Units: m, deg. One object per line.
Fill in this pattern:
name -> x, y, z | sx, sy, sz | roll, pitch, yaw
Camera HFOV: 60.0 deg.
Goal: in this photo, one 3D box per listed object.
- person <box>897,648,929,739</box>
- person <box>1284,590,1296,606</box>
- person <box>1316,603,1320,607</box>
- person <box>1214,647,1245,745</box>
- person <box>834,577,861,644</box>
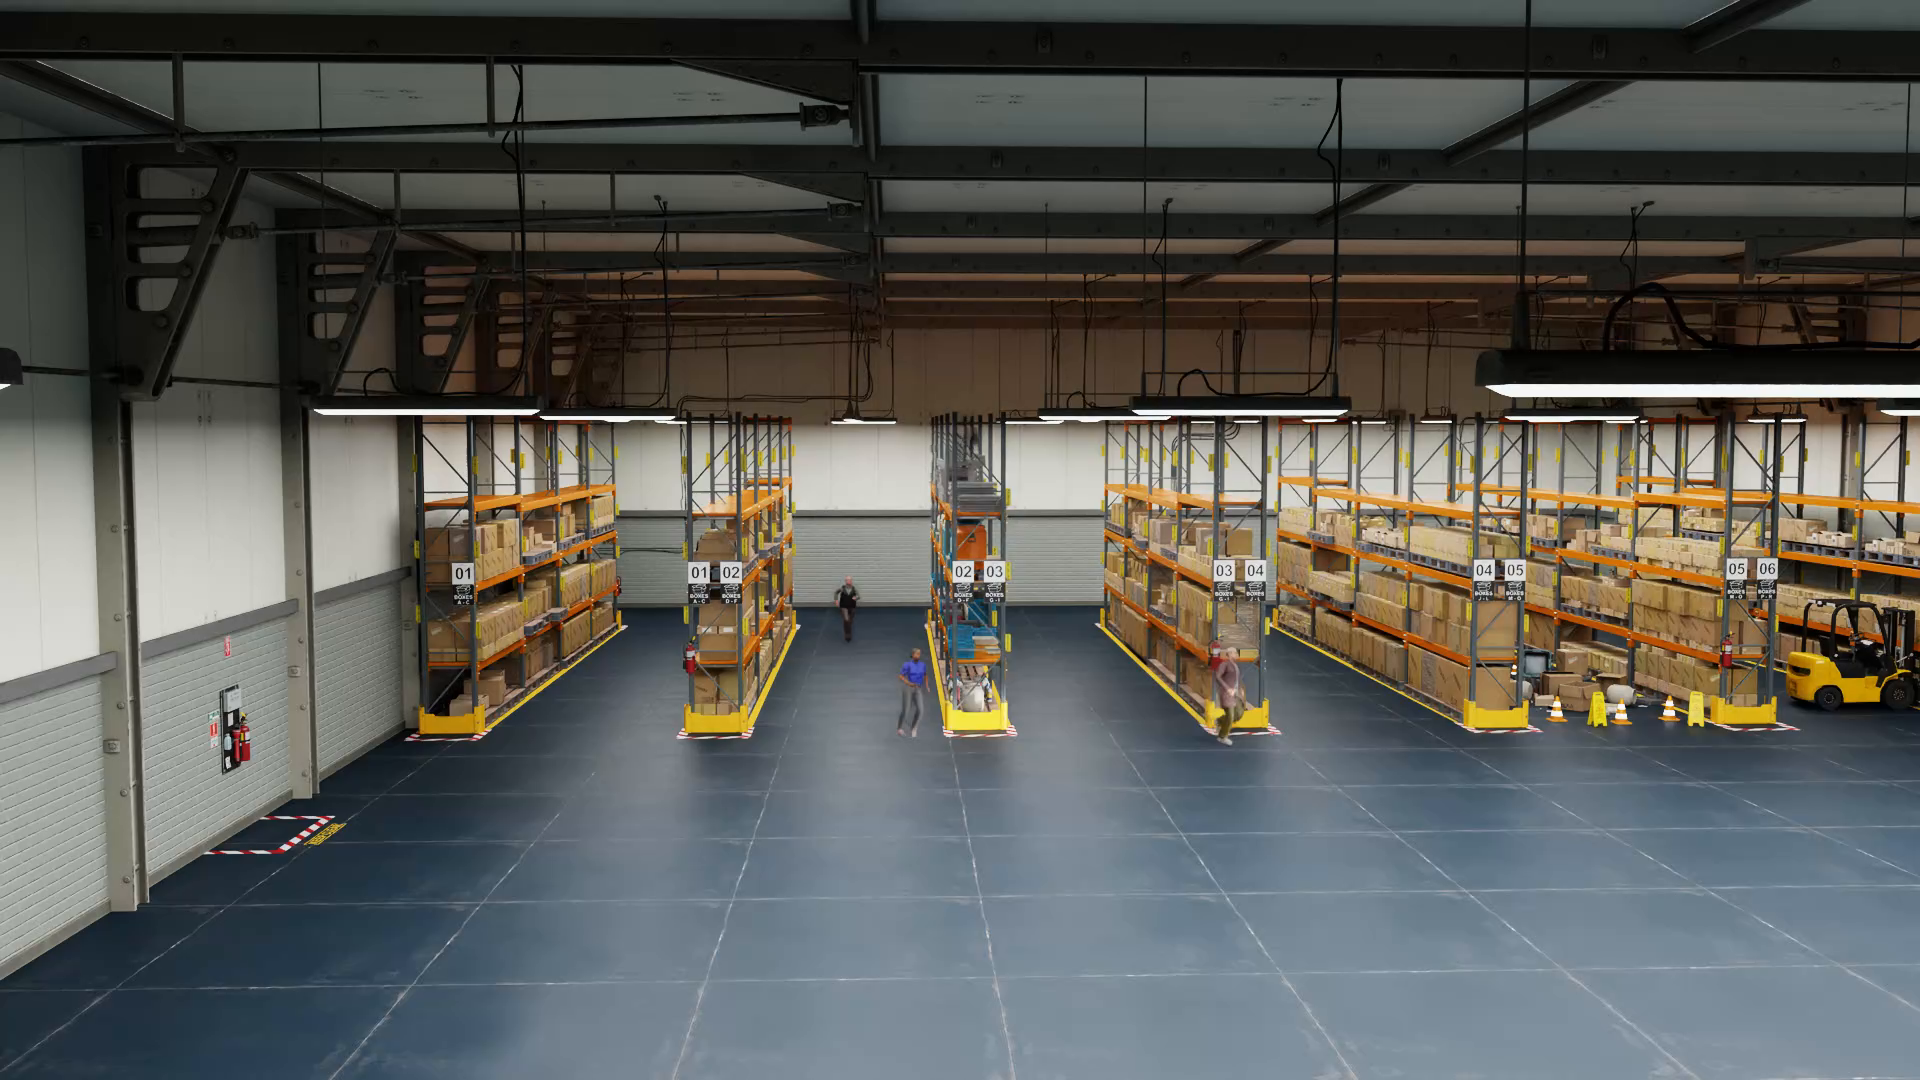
person -> -0.835, 2.827, 30.721 | 0.645, 1.669, 0.623 | -2, 4, -26
person -> 9.756, 1.593, 48.910 | 0.802, 1.601, 0.586 | -1, 4, -14
person -> 10.427, 1.579, 48.669 | 0.602, 1.629, 0.605 | 3, 5, 41
person -> 4.900, 2.819, 30.253 | 0.610, 1.743, 0.769 | 4, 5, 45
person -> -3.000, 1.851, 44.322 | 0.661, 1.769, 0.863 | -1, 4, -18
